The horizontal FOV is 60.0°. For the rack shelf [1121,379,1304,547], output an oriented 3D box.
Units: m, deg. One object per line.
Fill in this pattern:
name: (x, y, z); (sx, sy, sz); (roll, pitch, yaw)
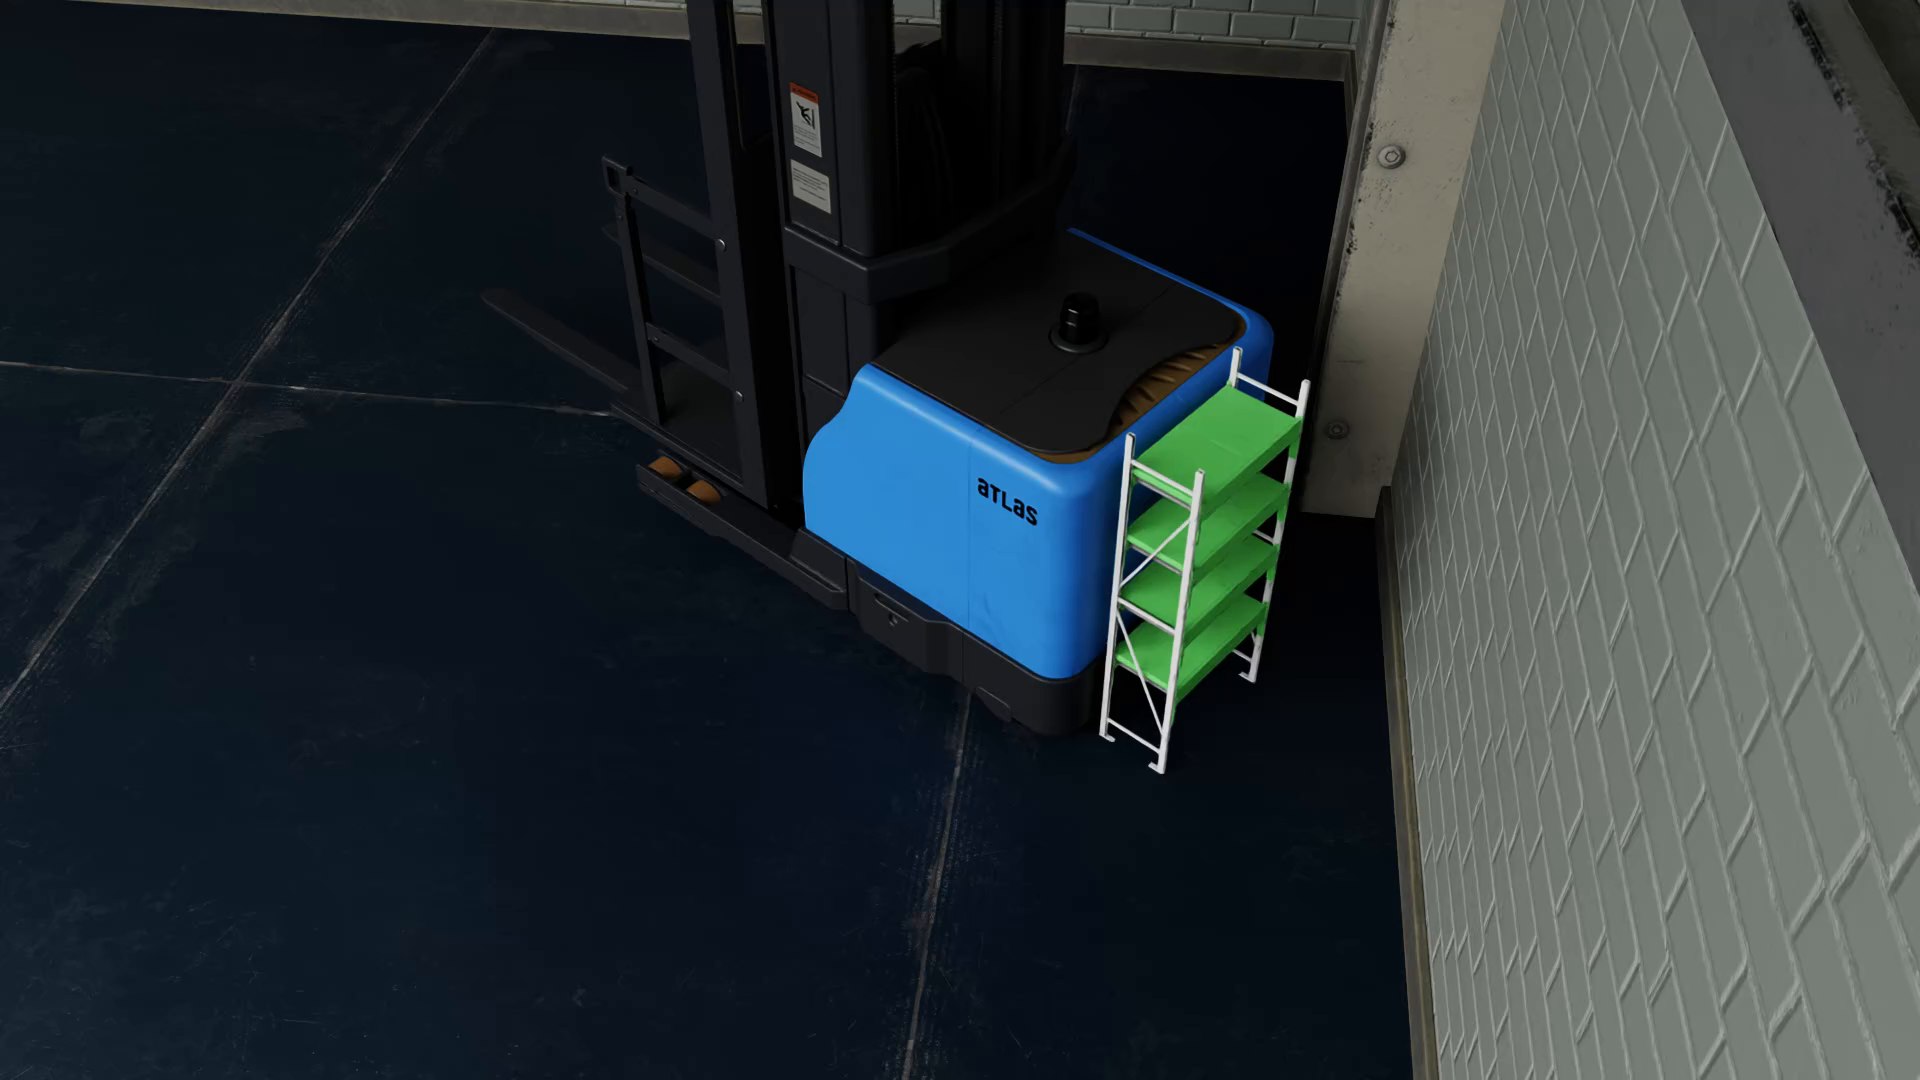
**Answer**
rack shelf: (0.685, -0.215, 4.499); (0.258, 0.148, 0.480); (31, 52, 29)

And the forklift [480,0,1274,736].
forklift: (-0.501, -1.347, 5.040); (3.031, 2.935, 1.130); (31, 51, 29)

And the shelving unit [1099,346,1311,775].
shelving unit: (0.684, 0.087, 4.785); (0.258, 1.200, 0.503); (31, 52, 29)

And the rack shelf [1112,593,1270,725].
rack shelf: (0.684, 0.308, 4.994); (0.258, 0.148, 0.480); (31, 52, 29)

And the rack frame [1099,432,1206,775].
rack frame: (0.524, 0.214, 4.652); (0.240, 1.200, 0.015); (31, 52, 29)

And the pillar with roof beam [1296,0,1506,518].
pillar with roof beam: (-2.903, -3.882, 3.305); (9.100, 9.000, 0.400); (5, 44, 6)

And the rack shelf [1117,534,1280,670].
rack shelf: (0.684, 0.134, 4.829); (0.258, 0.148, 0.480); (31, 52, 29)

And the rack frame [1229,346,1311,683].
rack frame: (0.845, -0.039, 4.918); (0.240, 1.200, 0.015); (31, 52, 29)

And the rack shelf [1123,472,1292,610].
rack shelf: (0.684, -0.041, 4.664); (0.258, 0.148, 0.480); (31, 52, 29)
